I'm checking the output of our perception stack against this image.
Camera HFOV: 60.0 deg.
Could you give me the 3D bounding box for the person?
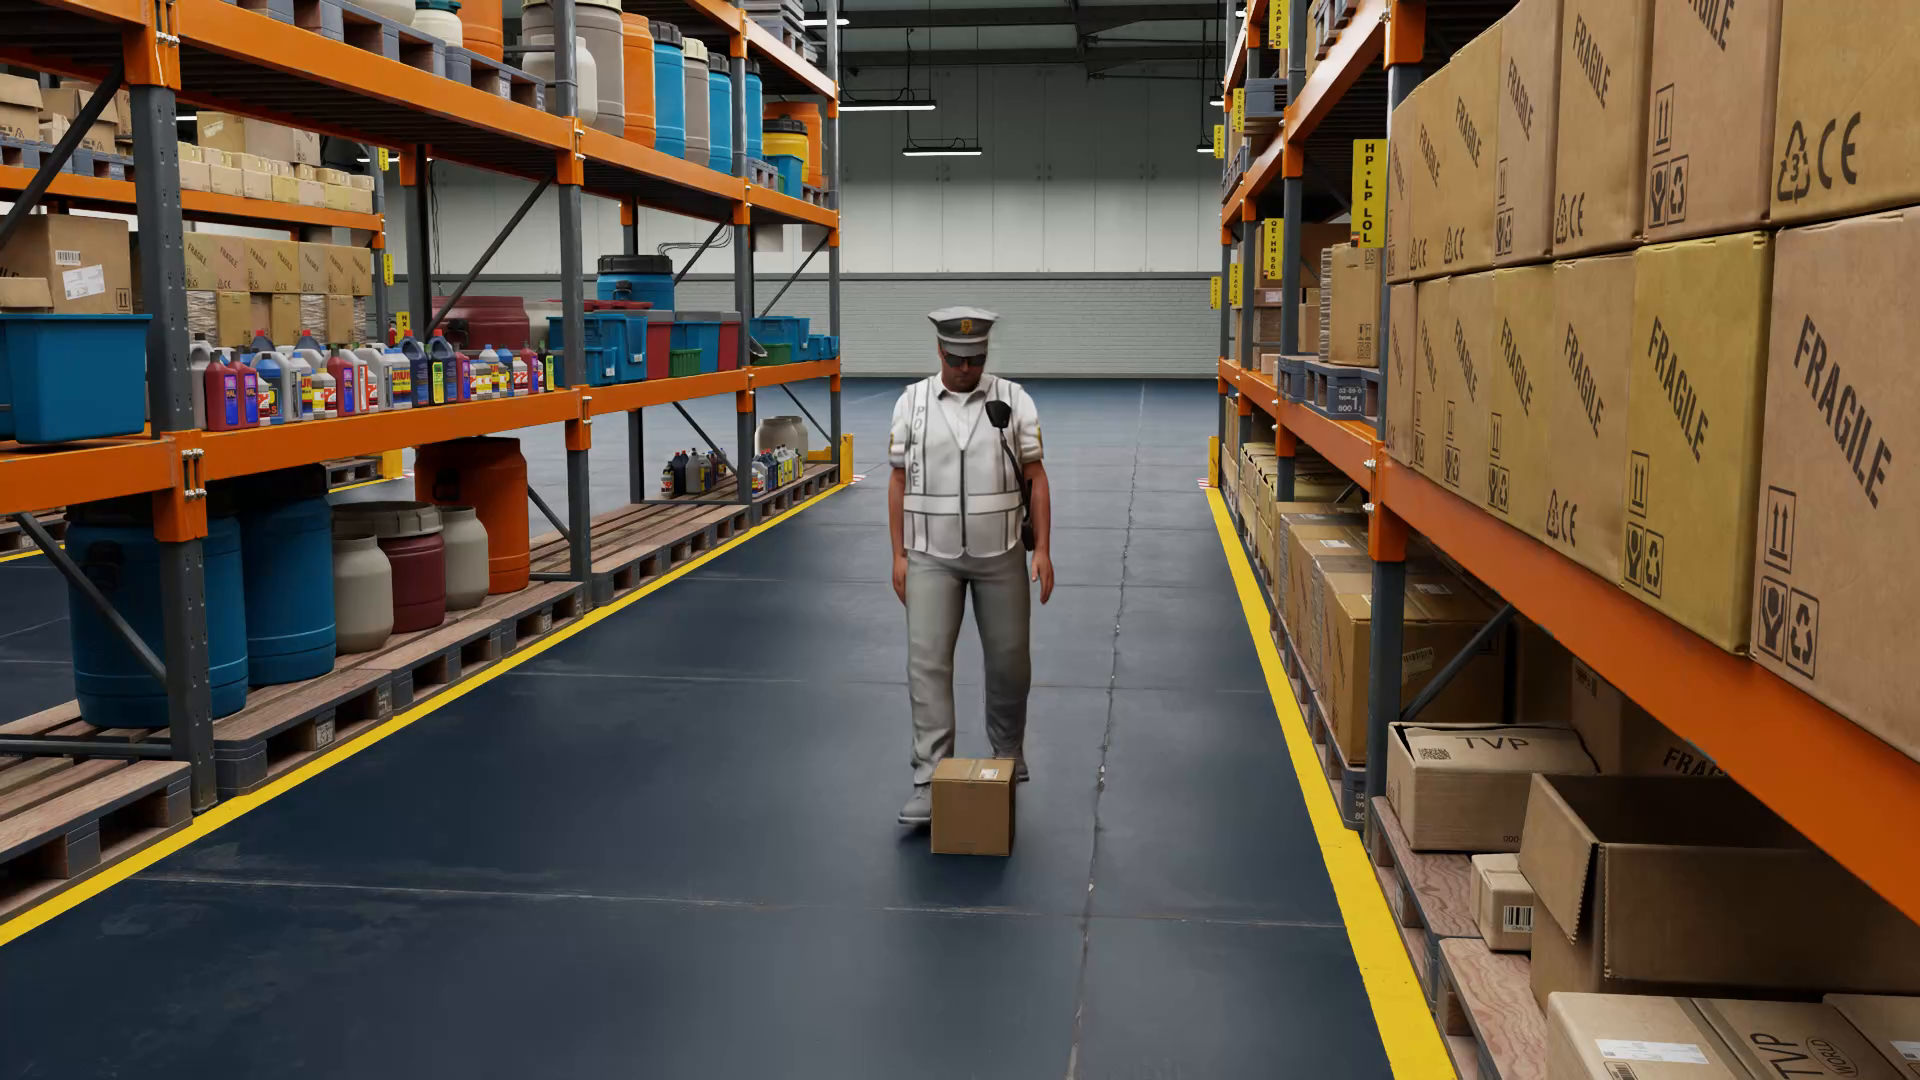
[{"bbox_3d":[0.034,0.063,5.723,0.581,1.717,0.771,0,8,1],"label":"person"}]
